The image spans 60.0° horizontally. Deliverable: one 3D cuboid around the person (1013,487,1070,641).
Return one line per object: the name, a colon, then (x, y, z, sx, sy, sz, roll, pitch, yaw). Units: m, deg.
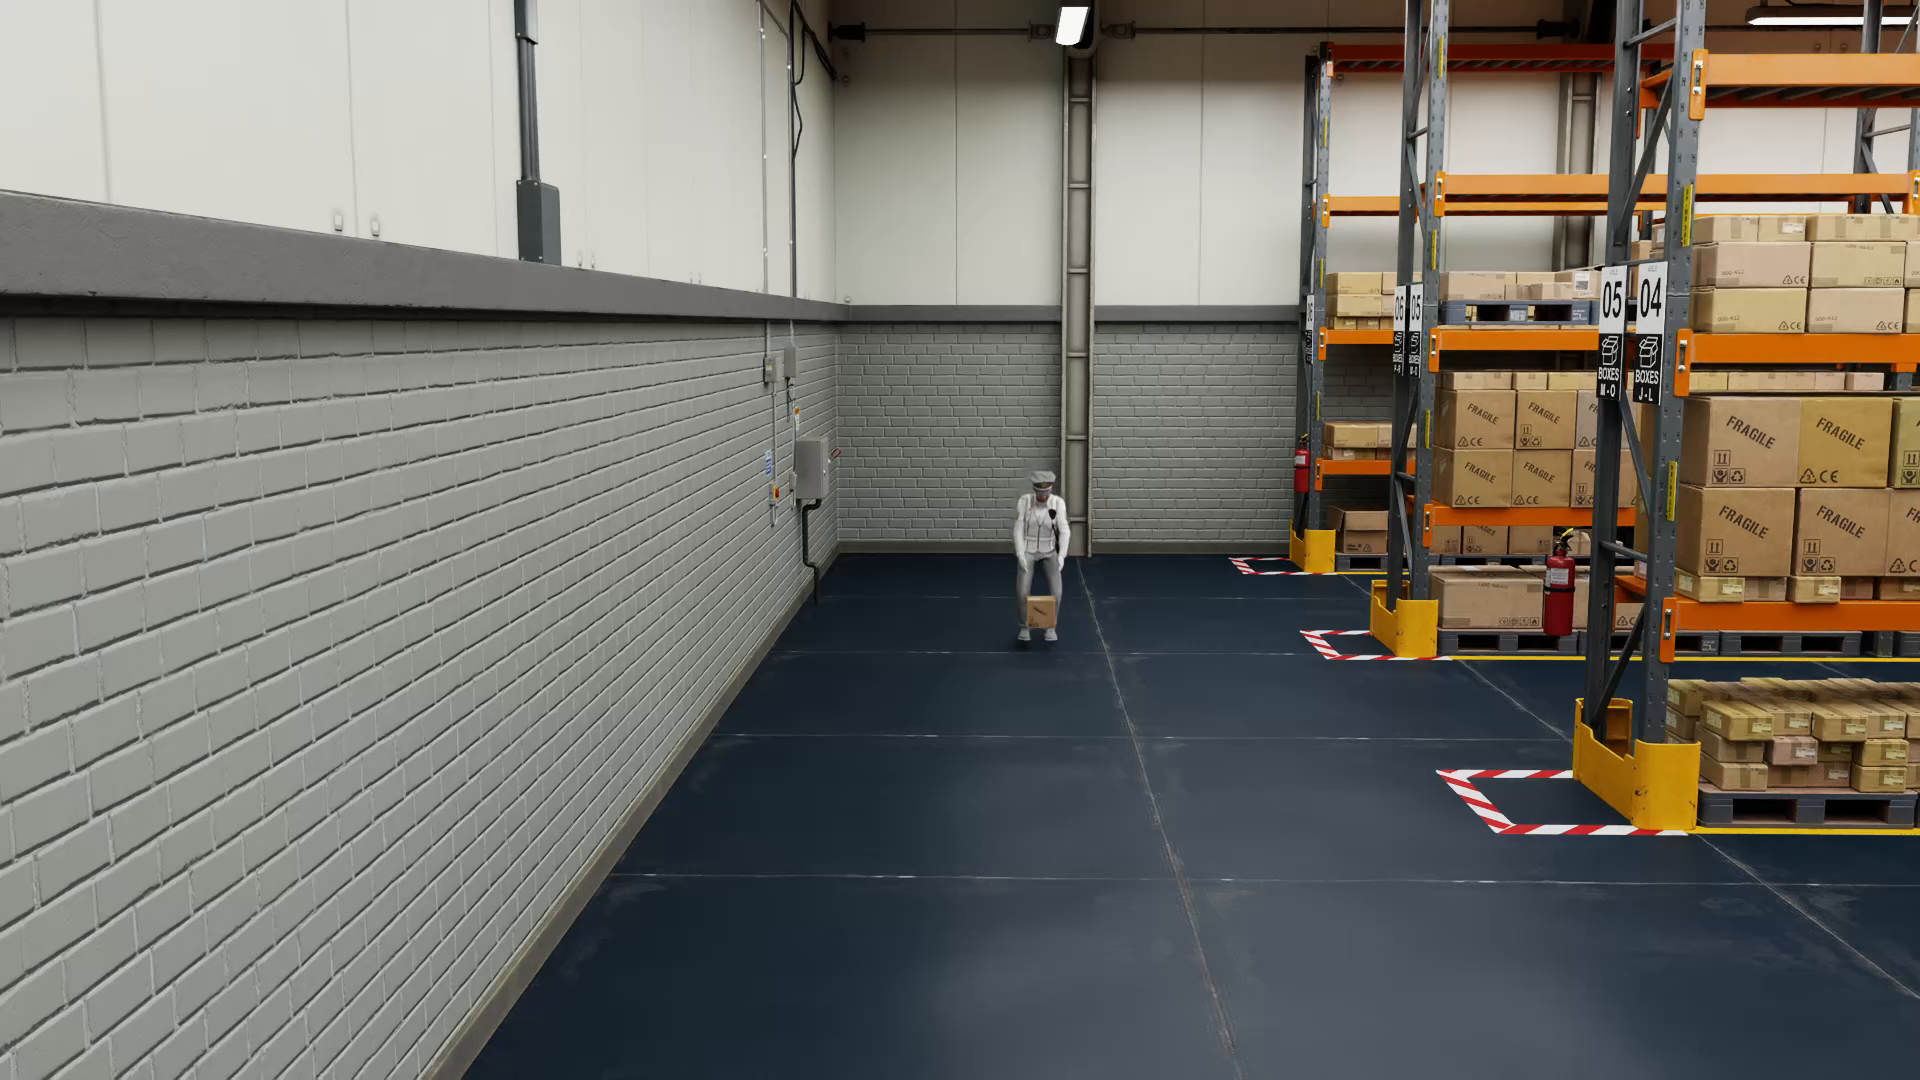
person: (0.743, 0.151, 15.154, 0.520, 1.535, 0.496, 0, 7, 2)
